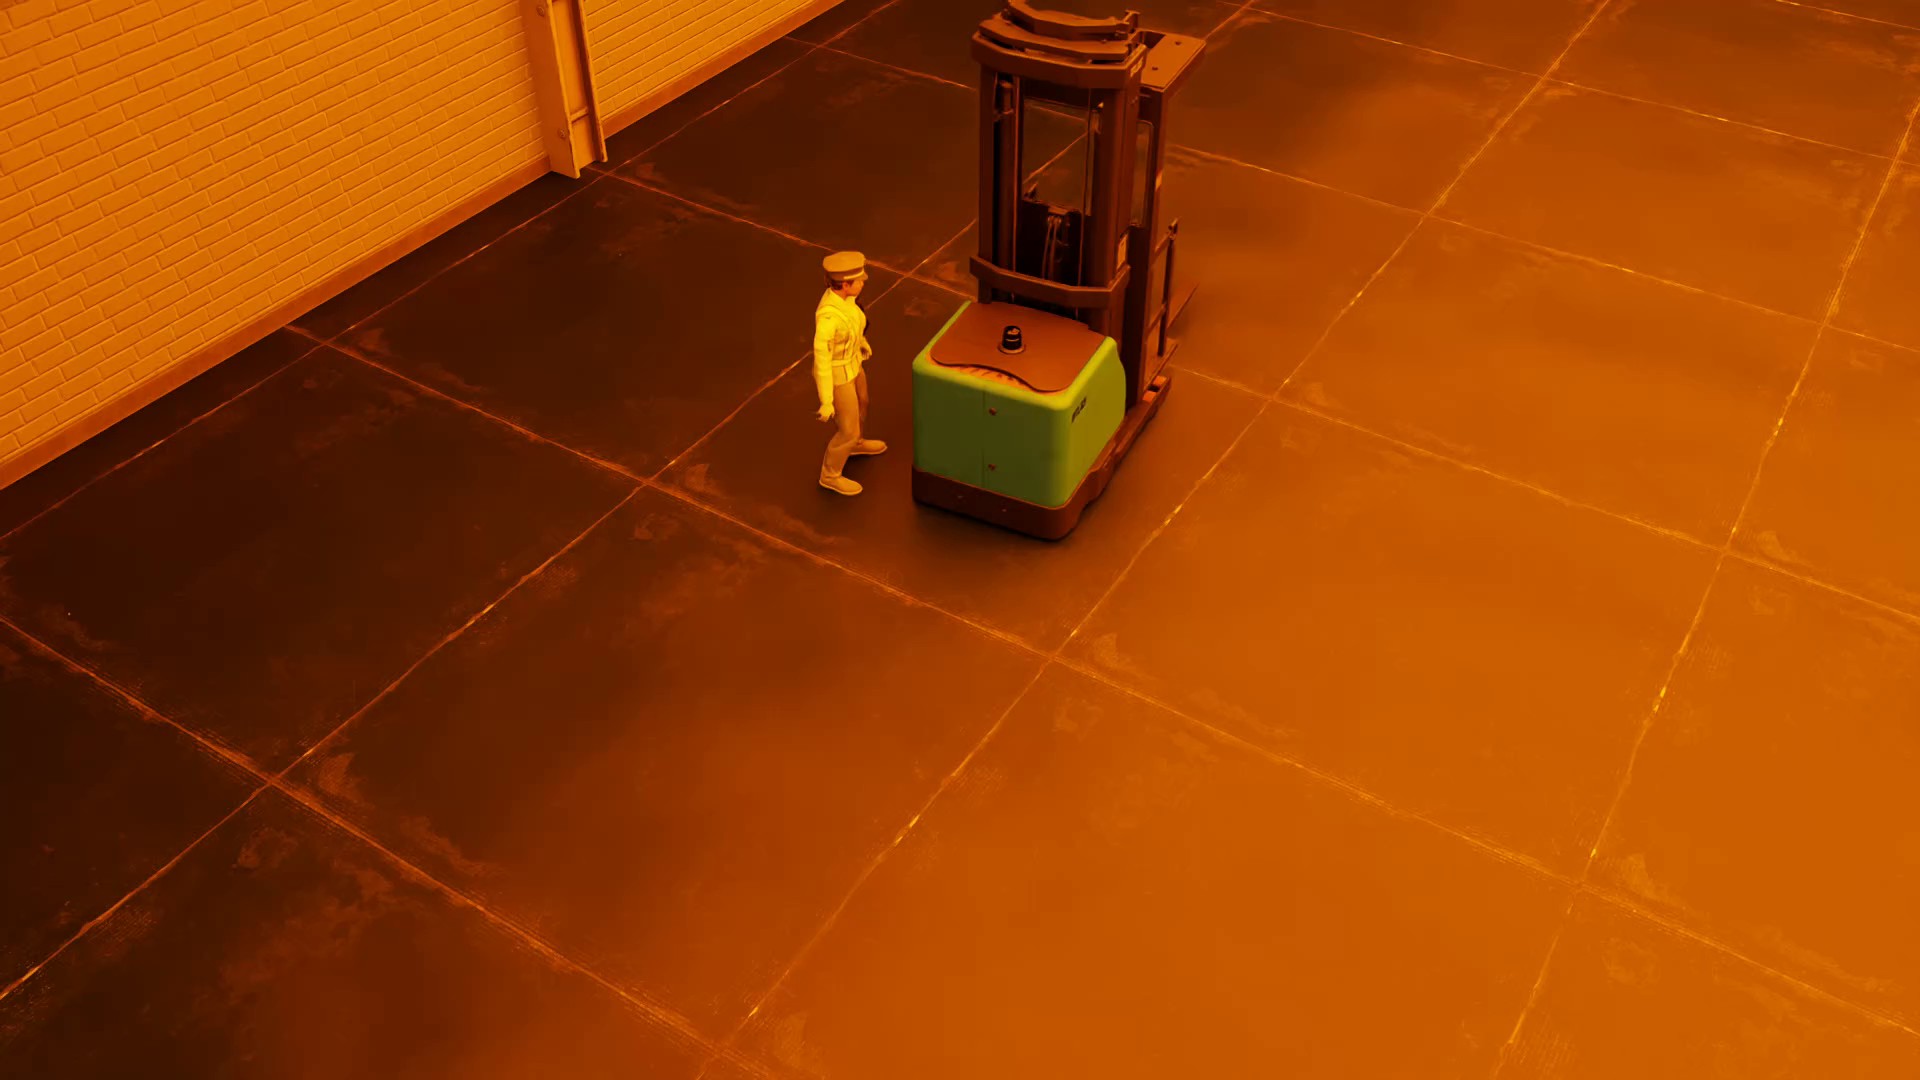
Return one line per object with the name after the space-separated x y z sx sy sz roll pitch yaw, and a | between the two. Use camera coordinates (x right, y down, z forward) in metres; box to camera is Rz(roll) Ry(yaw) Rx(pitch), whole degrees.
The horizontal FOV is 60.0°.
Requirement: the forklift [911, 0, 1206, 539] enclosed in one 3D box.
0.790 -2.072 10.412 1.130 2.935 3.031 17 43 19 | forklift

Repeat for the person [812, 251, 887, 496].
-0.710 -1.031 10.186 0.367 1.642 0.727 6 41 7 | person
